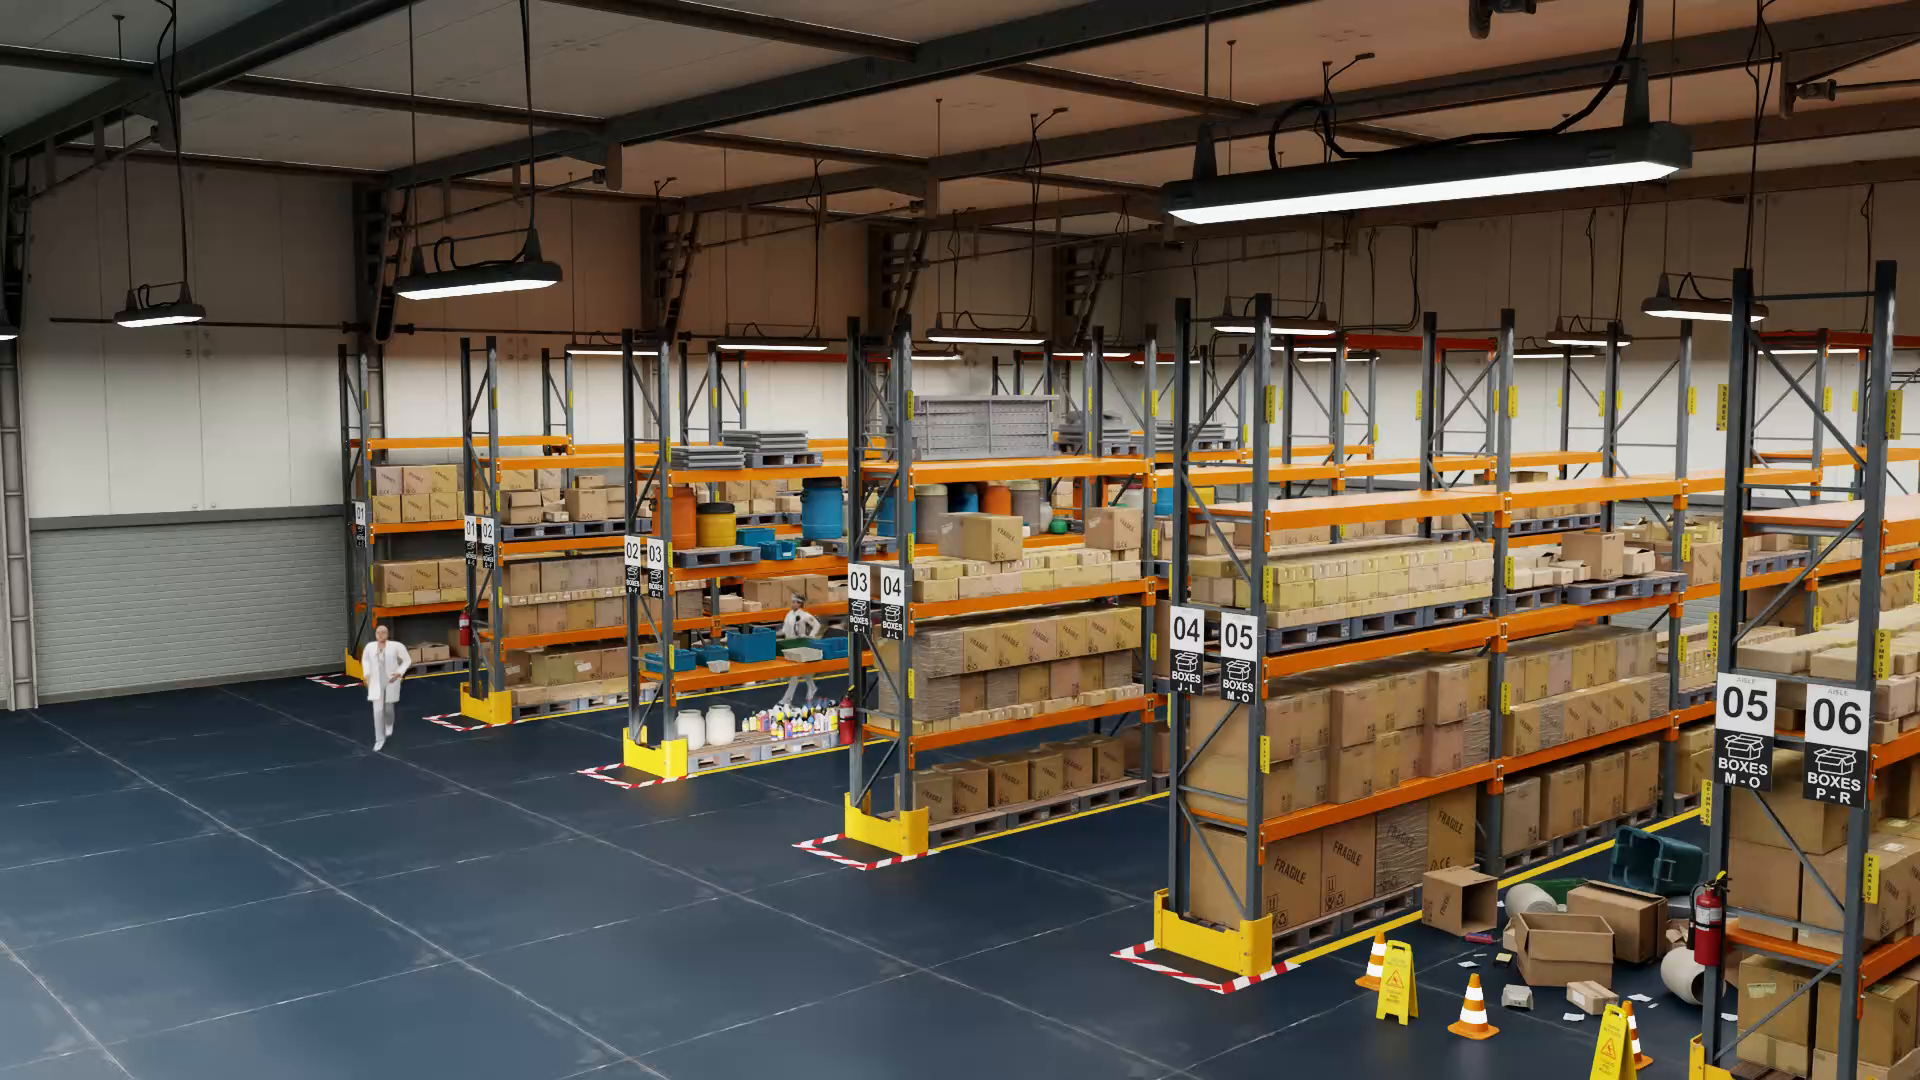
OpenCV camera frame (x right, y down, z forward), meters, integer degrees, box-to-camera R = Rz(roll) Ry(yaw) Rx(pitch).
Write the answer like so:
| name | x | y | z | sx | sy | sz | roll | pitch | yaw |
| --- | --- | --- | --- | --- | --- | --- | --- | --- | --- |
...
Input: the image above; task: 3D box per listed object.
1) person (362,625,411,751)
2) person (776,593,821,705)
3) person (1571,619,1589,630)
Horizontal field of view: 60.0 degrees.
| name | x | y | z | sx | sy | sz | roll | pitch | yaw |
| --- | --- | --- | --- | --- | --- | --- | --- | --- | --- |
| person | -8.364 | 2.125 | 24.283 | 0.713 | 1.807 | 0.852 | -1 | 5 | -9 |
| person | -2.550 | 1.689 | 25.964 | 0.860 | 1.738 | 0.605 | -5 | 7 | -44 |
| person | 9.586 | 1.979 | 25.721 | 0.574 | 1.740 | 0.628 | -5 | 7 | -43 |
